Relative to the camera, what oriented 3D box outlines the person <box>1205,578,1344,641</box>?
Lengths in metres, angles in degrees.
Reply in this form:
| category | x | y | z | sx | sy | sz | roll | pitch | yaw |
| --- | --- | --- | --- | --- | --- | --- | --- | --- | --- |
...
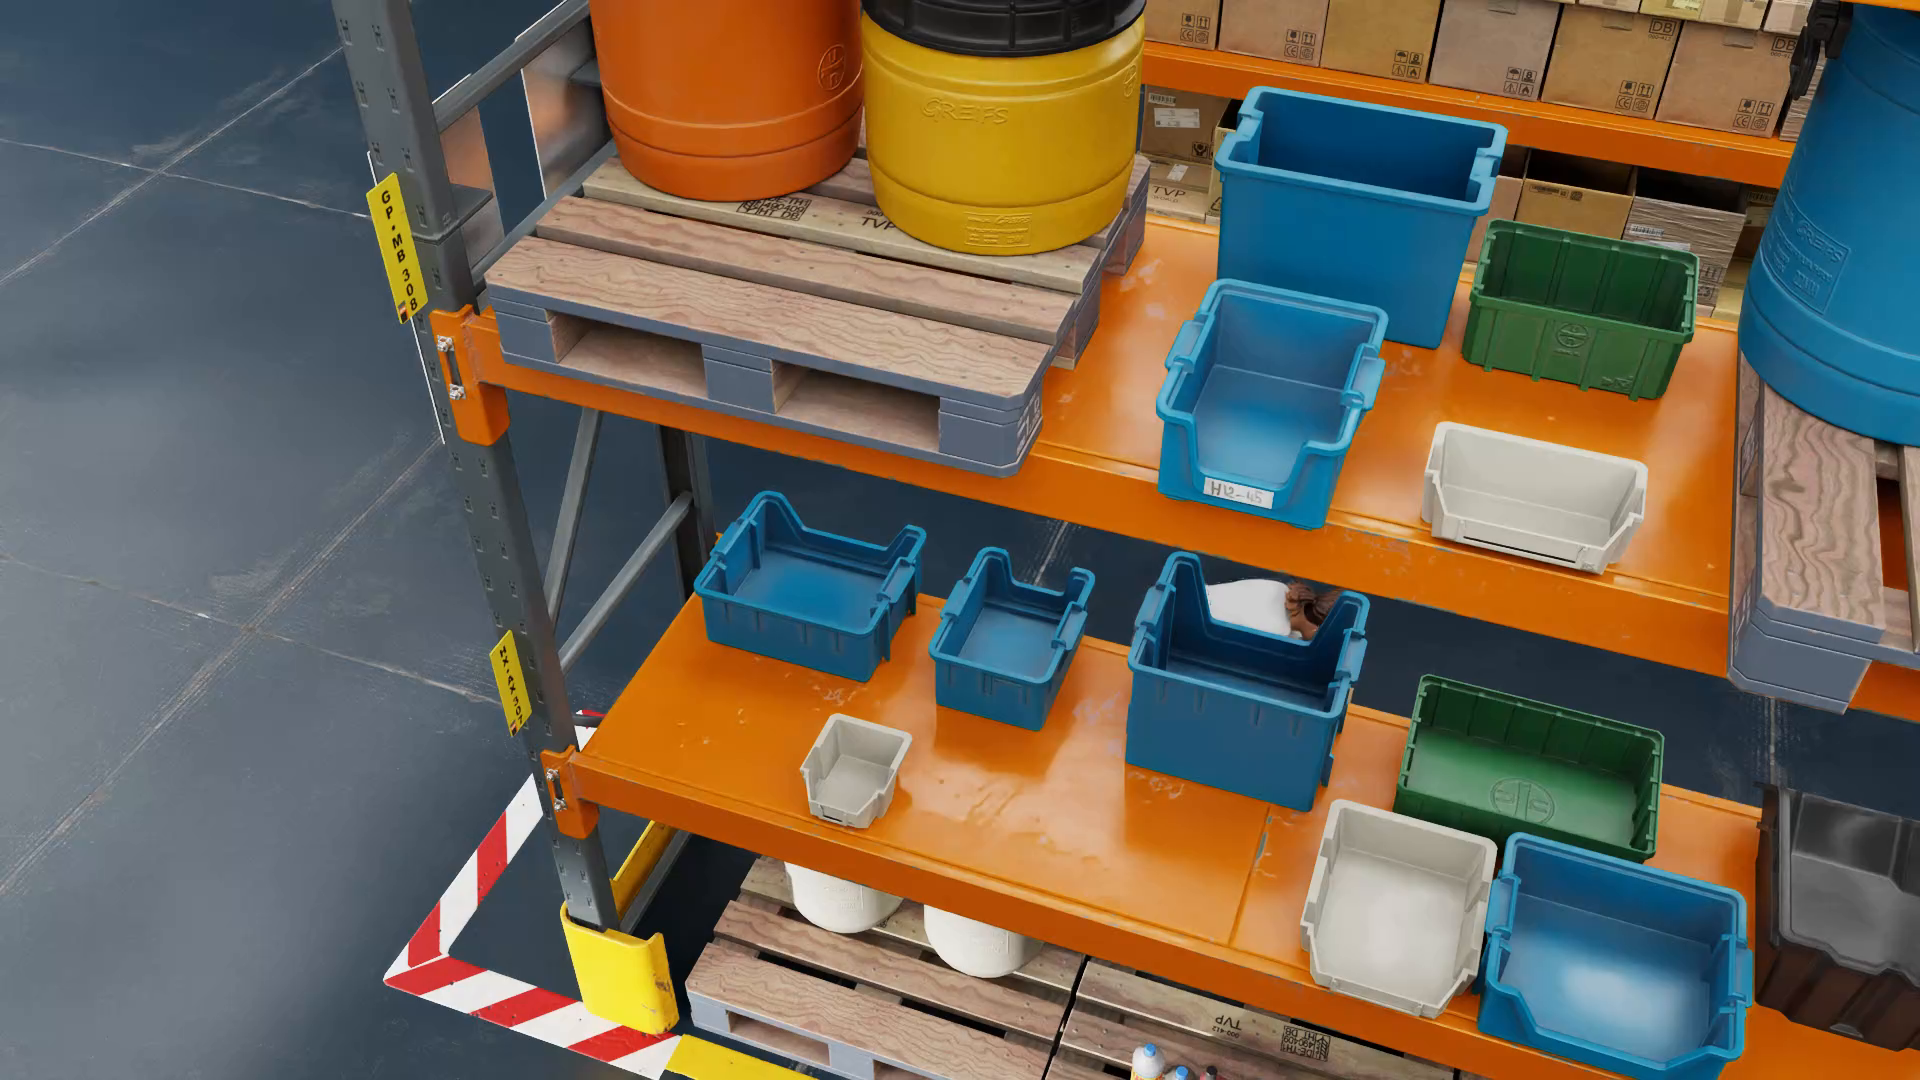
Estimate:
| category | x | y | z | sx | sy | sz | roll | pitch | yaw |
| --- | --- | --- | --- | --- | --- | --- | --- | --- | --- |
| person | 1.075 | 0.471 | 6.365 | 0.819 | 0.798 | 0.469 | 13 | 43 | 15 |
